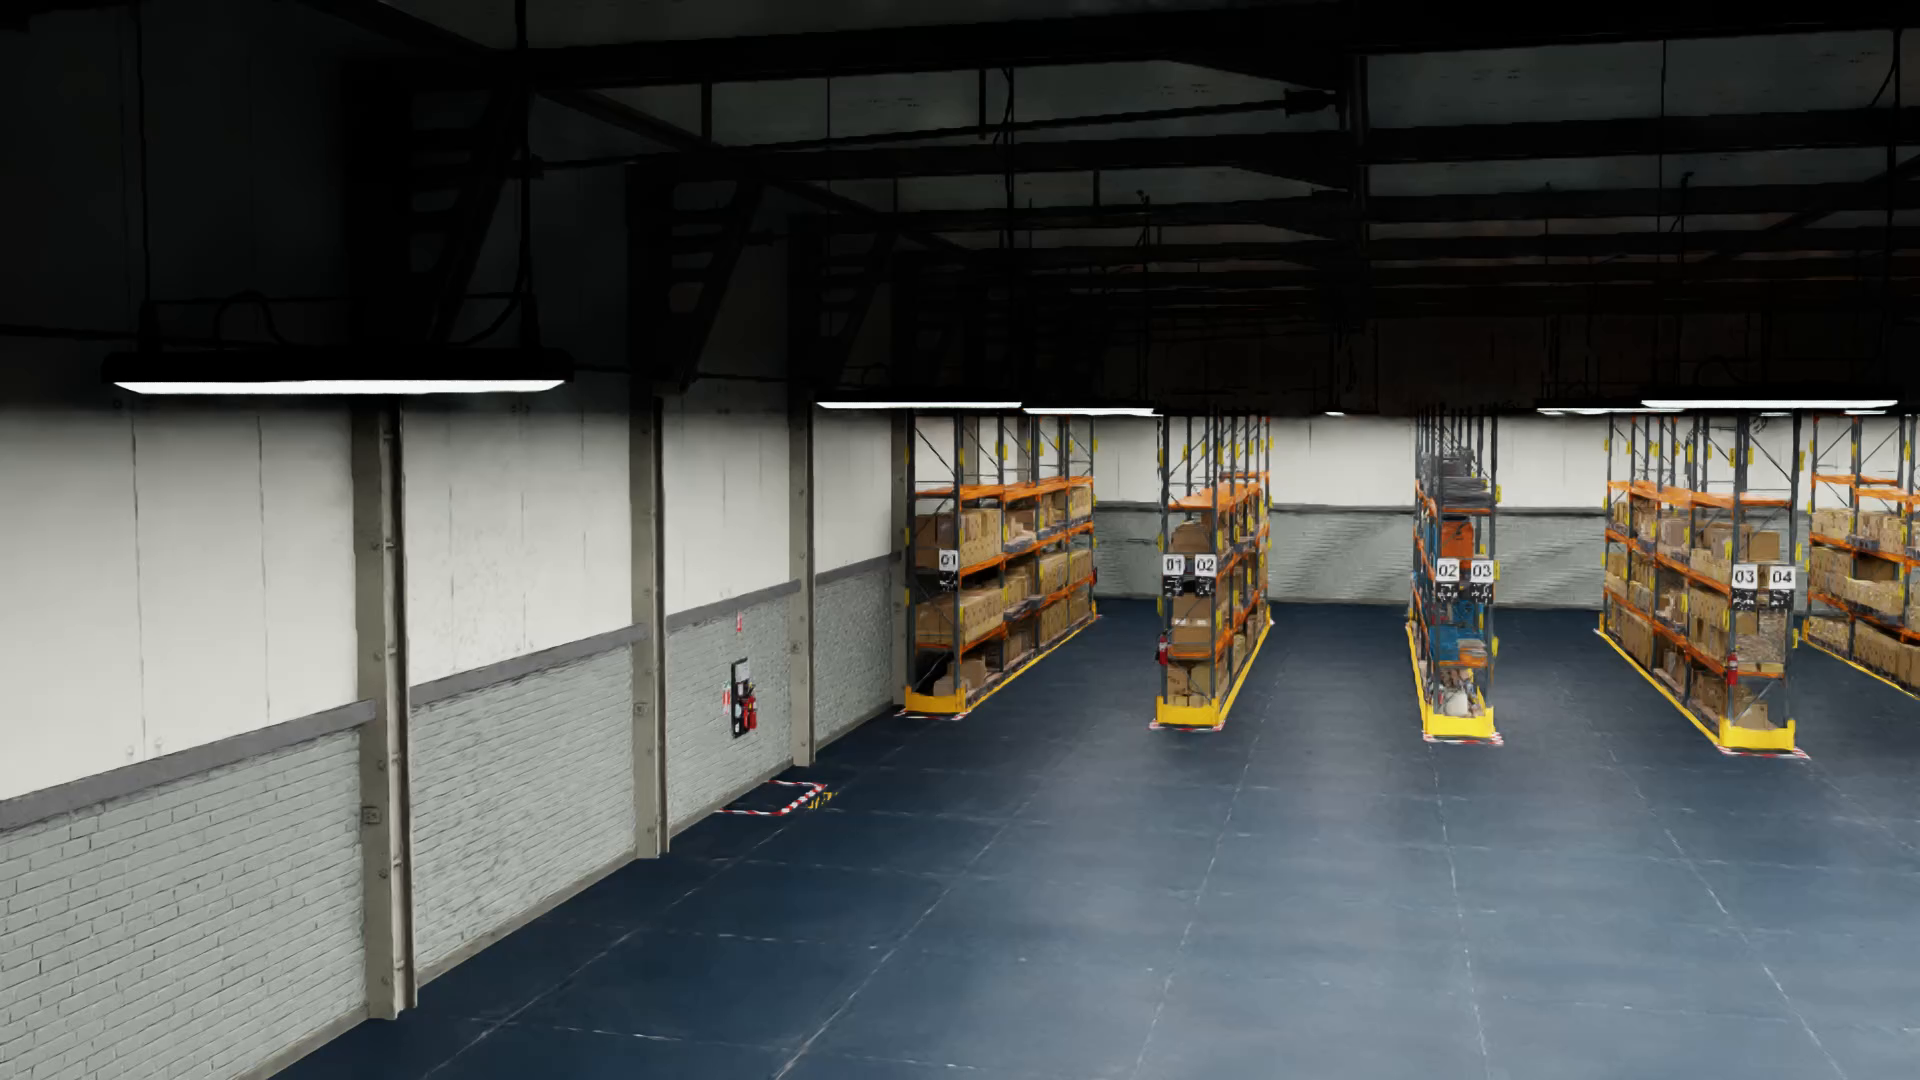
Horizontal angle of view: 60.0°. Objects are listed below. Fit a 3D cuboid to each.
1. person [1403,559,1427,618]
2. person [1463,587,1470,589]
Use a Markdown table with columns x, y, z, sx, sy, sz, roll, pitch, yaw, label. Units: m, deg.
| x | y | z | sx | sy | sz | roll | pitch | yaw | label |
| --- | --- | --- | --- | --- | --- | --- | --- | --- | --- |
| 13.132 | 1.392 | 47.633 | 0.606 | 1.708 | 0.938 | 3 | 5 | 38 | person |
| 13.446 | 1.816 | 43.990 | 0.616 | 1.455 | 0.814 | 1 | 4 | 13 | person |
